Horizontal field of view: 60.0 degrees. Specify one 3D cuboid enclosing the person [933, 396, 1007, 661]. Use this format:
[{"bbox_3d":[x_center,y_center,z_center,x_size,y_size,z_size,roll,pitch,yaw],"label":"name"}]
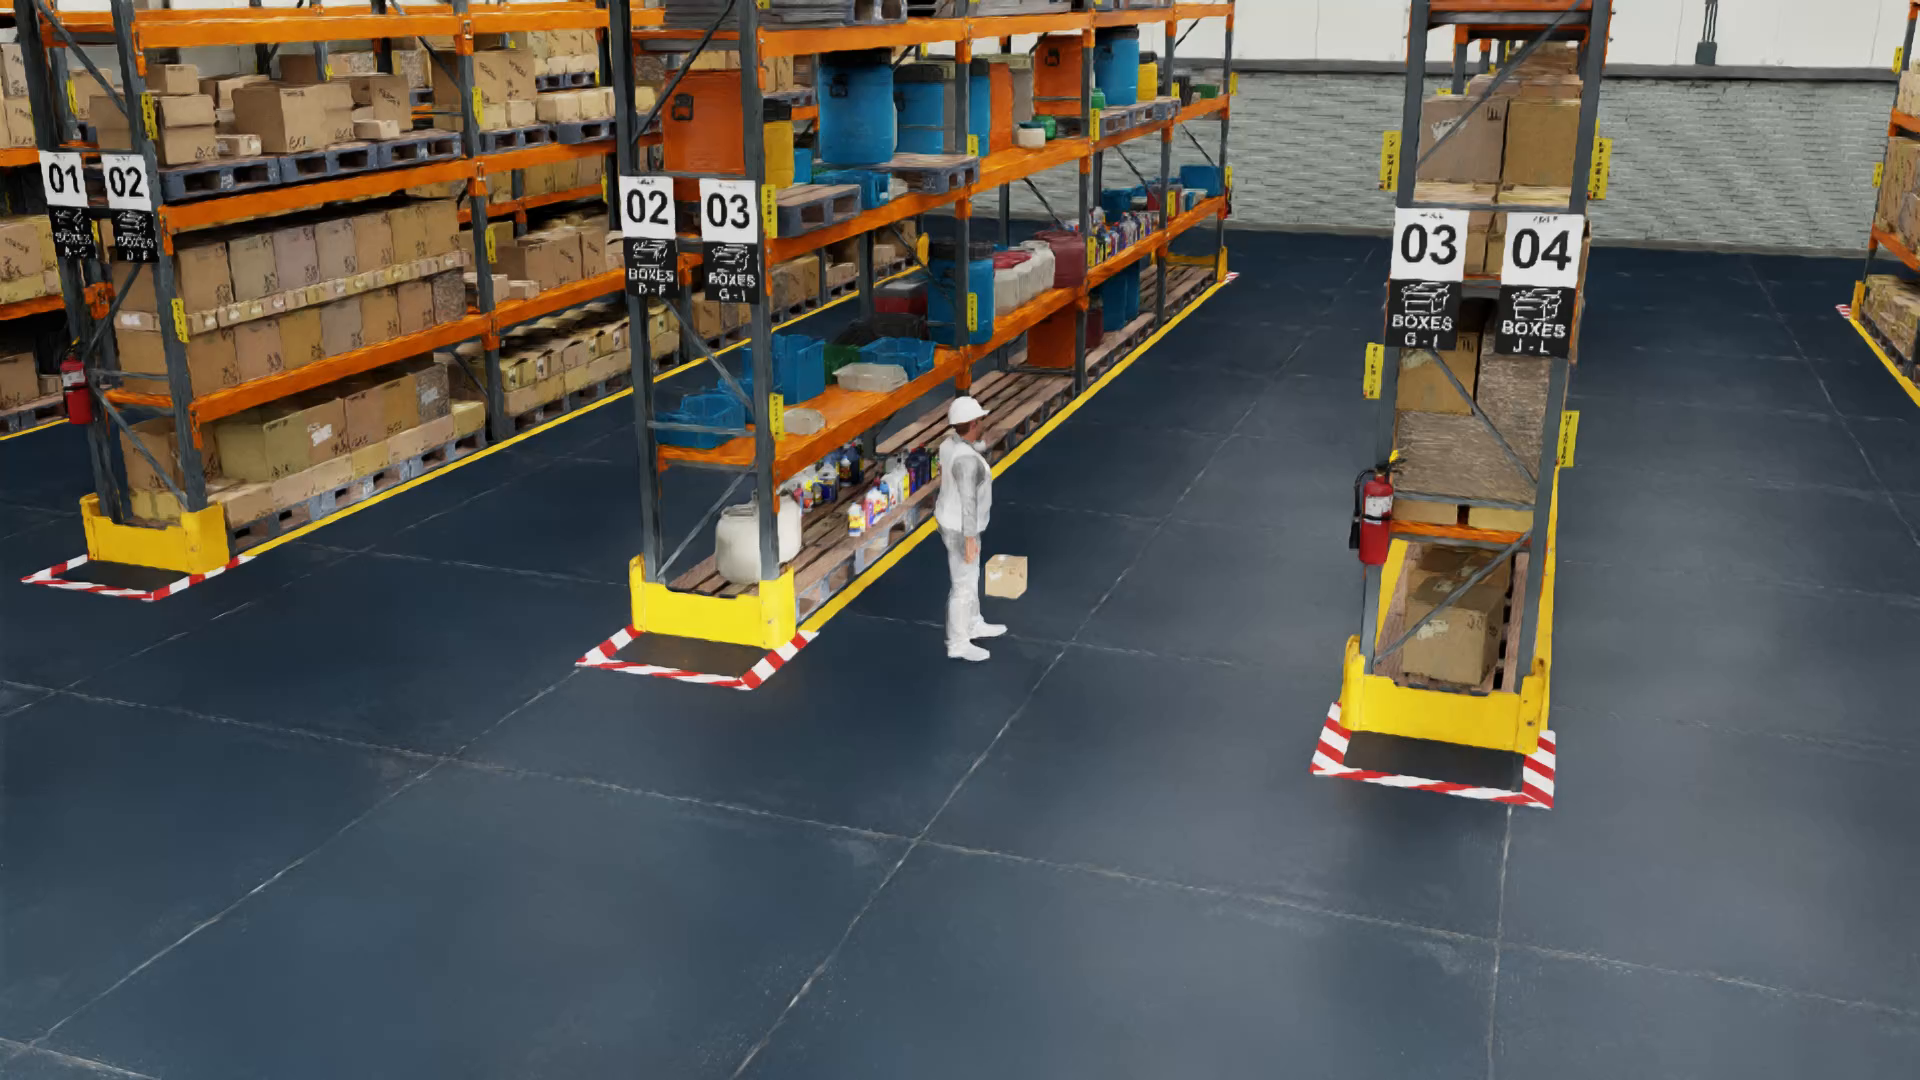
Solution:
[{"bbox_3d":[0.100,-0.095,11.235,0.517,1.781,0.583,-4,19,-11],"label":"person"}]
